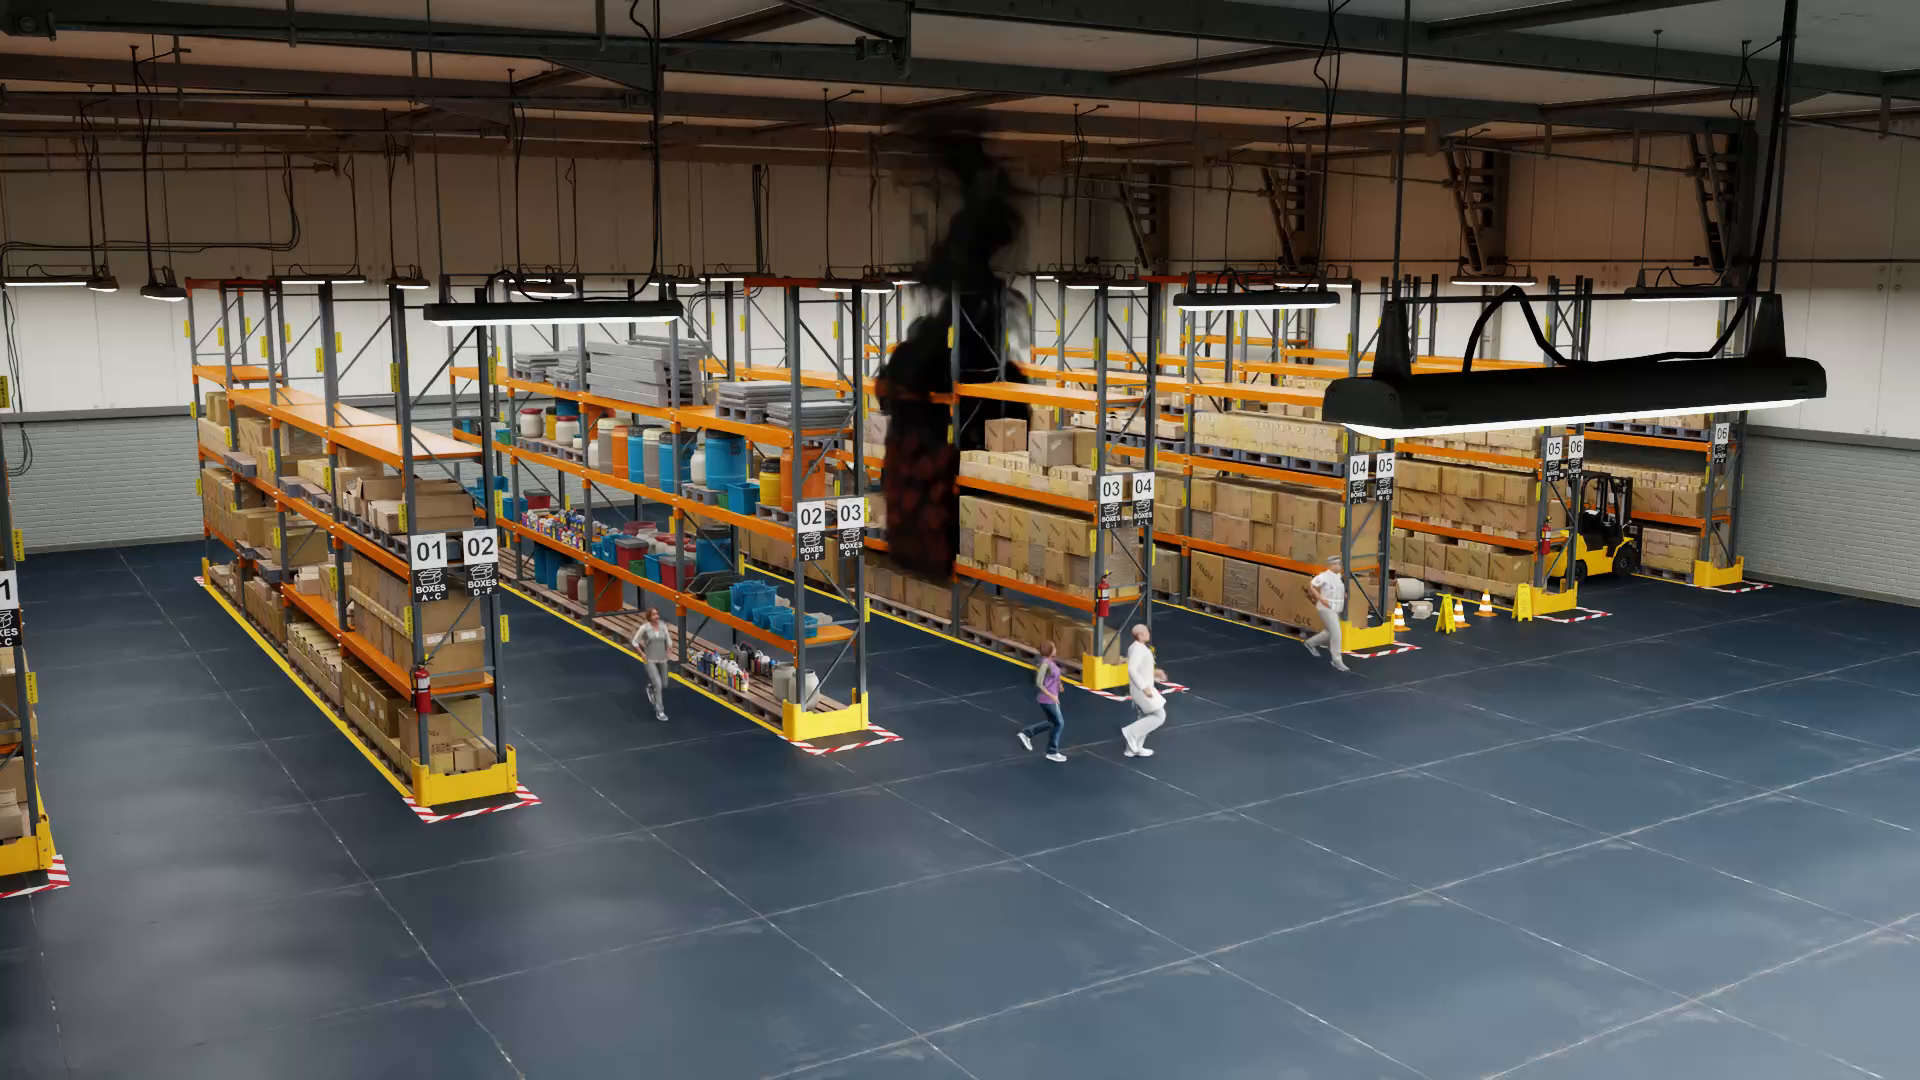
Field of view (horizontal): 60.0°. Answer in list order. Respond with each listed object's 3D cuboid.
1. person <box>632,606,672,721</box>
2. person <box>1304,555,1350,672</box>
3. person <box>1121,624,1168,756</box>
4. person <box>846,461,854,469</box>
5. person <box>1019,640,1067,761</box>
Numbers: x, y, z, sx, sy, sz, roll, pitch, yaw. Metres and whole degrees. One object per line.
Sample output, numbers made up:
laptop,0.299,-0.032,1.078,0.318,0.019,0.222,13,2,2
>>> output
person,-4.274,1.695,23.215,0.547,1.564,0.767,-6,11,-33
person,5.865,1.104,26.274,0.967,1.768,0.680,8,12,38
person,2.385,1.931,21.332,0.594,1.732,0.715,-1,10,-4
person,-2.687,-1.456,41.551,0.706,1.803,0.747,8,13,41
person,1.061,2.046,21.201,0.624,1.582,0.535,1,10,4
